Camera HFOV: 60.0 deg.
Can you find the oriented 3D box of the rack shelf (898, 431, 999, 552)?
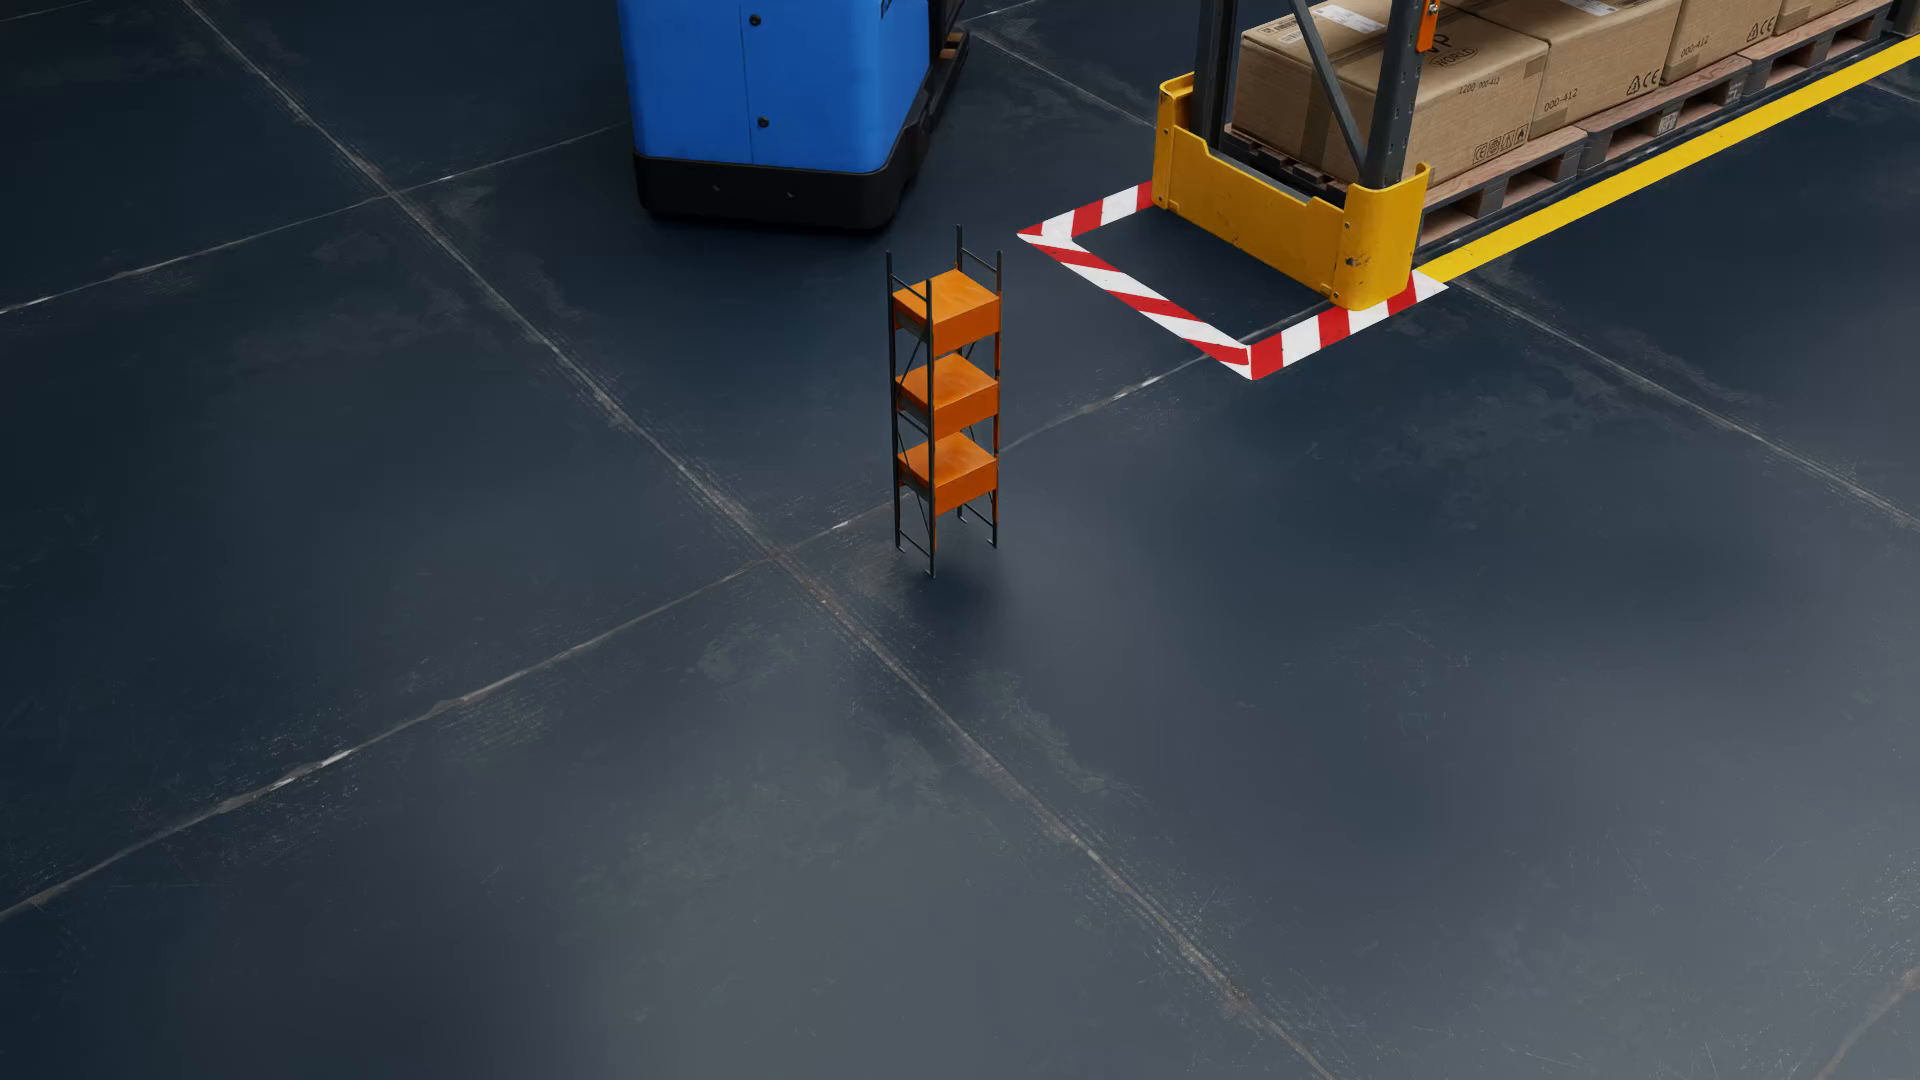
[{"bbox_3d":[-0.042,-0.162,5.075,0.240,0.259,0.215,-26,46,-28],"label":"rack shelf"}]

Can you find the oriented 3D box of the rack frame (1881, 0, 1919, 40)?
[{"bbox_3d":[4.460,-3.926,7.671,0.127,3.000,1.000,-26,46,-28],"label":"rack frame"}]

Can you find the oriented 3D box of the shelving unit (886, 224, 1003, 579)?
[{"bbox_3d":[-0.042,-0.385,4.892,0.252,1.050,0.215,-26,46,-28],"label":"shelving unit"}]

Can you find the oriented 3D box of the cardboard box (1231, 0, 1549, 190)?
[{"bbox_3d":[1.751,-1.857,6.838,0.875,0.438,0.875,-28,47,-29],"label":"cardboard box"}]

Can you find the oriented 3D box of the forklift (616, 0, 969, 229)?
[{"bbox_3d":[-0.561,-3.312,6.976,1.130,2.935,3.031,6,40,8],"label":"forklift"}]

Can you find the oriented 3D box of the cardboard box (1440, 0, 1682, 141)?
[{"bbox_3d":[2.471,-2.215,7.274,0.875,0.438,0.875,-25,45,-27],"label":"cardboard box"}]

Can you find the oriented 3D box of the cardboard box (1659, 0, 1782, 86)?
[{"bbox_3d":[3.187,-2.563,7.698,0.875,0.438,0.875,-27,47,-29],"label":"cardboard box"}]

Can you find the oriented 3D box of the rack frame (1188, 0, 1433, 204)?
[{"bbox_3d":[1.288,-2.380,5.786,0.127,3.000,1.000,-26,46,-28],"label":"rack frame"}]

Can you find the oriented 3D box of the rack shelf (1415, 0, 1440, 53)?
[{"bbox_3d":[2.874,-2.875,6.957,4.000,0.370,1.077,-26,46,-28],"label":"rack shelf"}]

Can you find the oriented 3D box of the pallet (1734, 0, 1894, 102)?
[{"bbox_3d":[3.809,-2.593,8.245,1.213,0.211,1.003,-26,46,-28],"label":"pallet"}]

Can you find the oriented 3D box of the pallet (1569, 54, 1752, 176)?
[{"bbox_3d":[2.841,-2.119,7.667,1.213,0.211,1.003,-26,46,-28],"label":"pallet"}]

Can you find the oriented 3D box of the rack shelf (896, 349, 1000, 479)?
[{"bbox_3d":[-0.042,-0.377,4.899,0.240,0.259,0.215,-26,46,-28],"label":"rack shelf"}]

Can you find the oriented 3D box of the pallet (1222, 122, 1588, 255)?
[{"bbox_3d":[1.874,-1.650,7.096,1.213,0.211,1.003,-26,46,-28],"label":"pallet"}]

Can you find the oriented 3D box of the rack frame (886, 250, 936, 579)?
[{"bbox_3d":[-0.139,-0.338,4.834,0.008,1.050,0.200,-26,46,-28],"label":"rack frame"}]

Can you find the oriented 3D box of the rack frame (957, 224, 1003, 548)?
[{"bbox_3d":[0.054,-0.432,4.949,0.008,1.050,0.200,-26,46,-28],"label":"rack frame"}]

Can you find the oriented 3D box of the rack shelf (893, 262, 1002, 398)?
[{"bbox_3d":[-0.042,-0.596,4.719,0.240,0.259,0.215,-26,46,-28],"label":"rack shelf"}]

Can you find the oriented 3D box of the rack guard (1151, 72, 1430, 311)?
[{"bbox_3d":[1.269,-1.405,6.568,0.348,0.500,1.175,-26,46,-28],"label":"rack guard"}]

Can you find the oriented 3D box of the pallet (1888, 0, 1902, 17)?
[{"bbox_3d":[5.026,-3.184,8.965,1.213,0.211,1.003,-26,46,-28],"label":"pallet"}]

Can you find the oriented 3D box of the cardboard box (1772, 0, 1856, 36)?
[{"bbox_3d":[3.897,-2.909,8.120,0.875,0.438,0.875,-27,46,-29],"label":"cardboard box"}]
